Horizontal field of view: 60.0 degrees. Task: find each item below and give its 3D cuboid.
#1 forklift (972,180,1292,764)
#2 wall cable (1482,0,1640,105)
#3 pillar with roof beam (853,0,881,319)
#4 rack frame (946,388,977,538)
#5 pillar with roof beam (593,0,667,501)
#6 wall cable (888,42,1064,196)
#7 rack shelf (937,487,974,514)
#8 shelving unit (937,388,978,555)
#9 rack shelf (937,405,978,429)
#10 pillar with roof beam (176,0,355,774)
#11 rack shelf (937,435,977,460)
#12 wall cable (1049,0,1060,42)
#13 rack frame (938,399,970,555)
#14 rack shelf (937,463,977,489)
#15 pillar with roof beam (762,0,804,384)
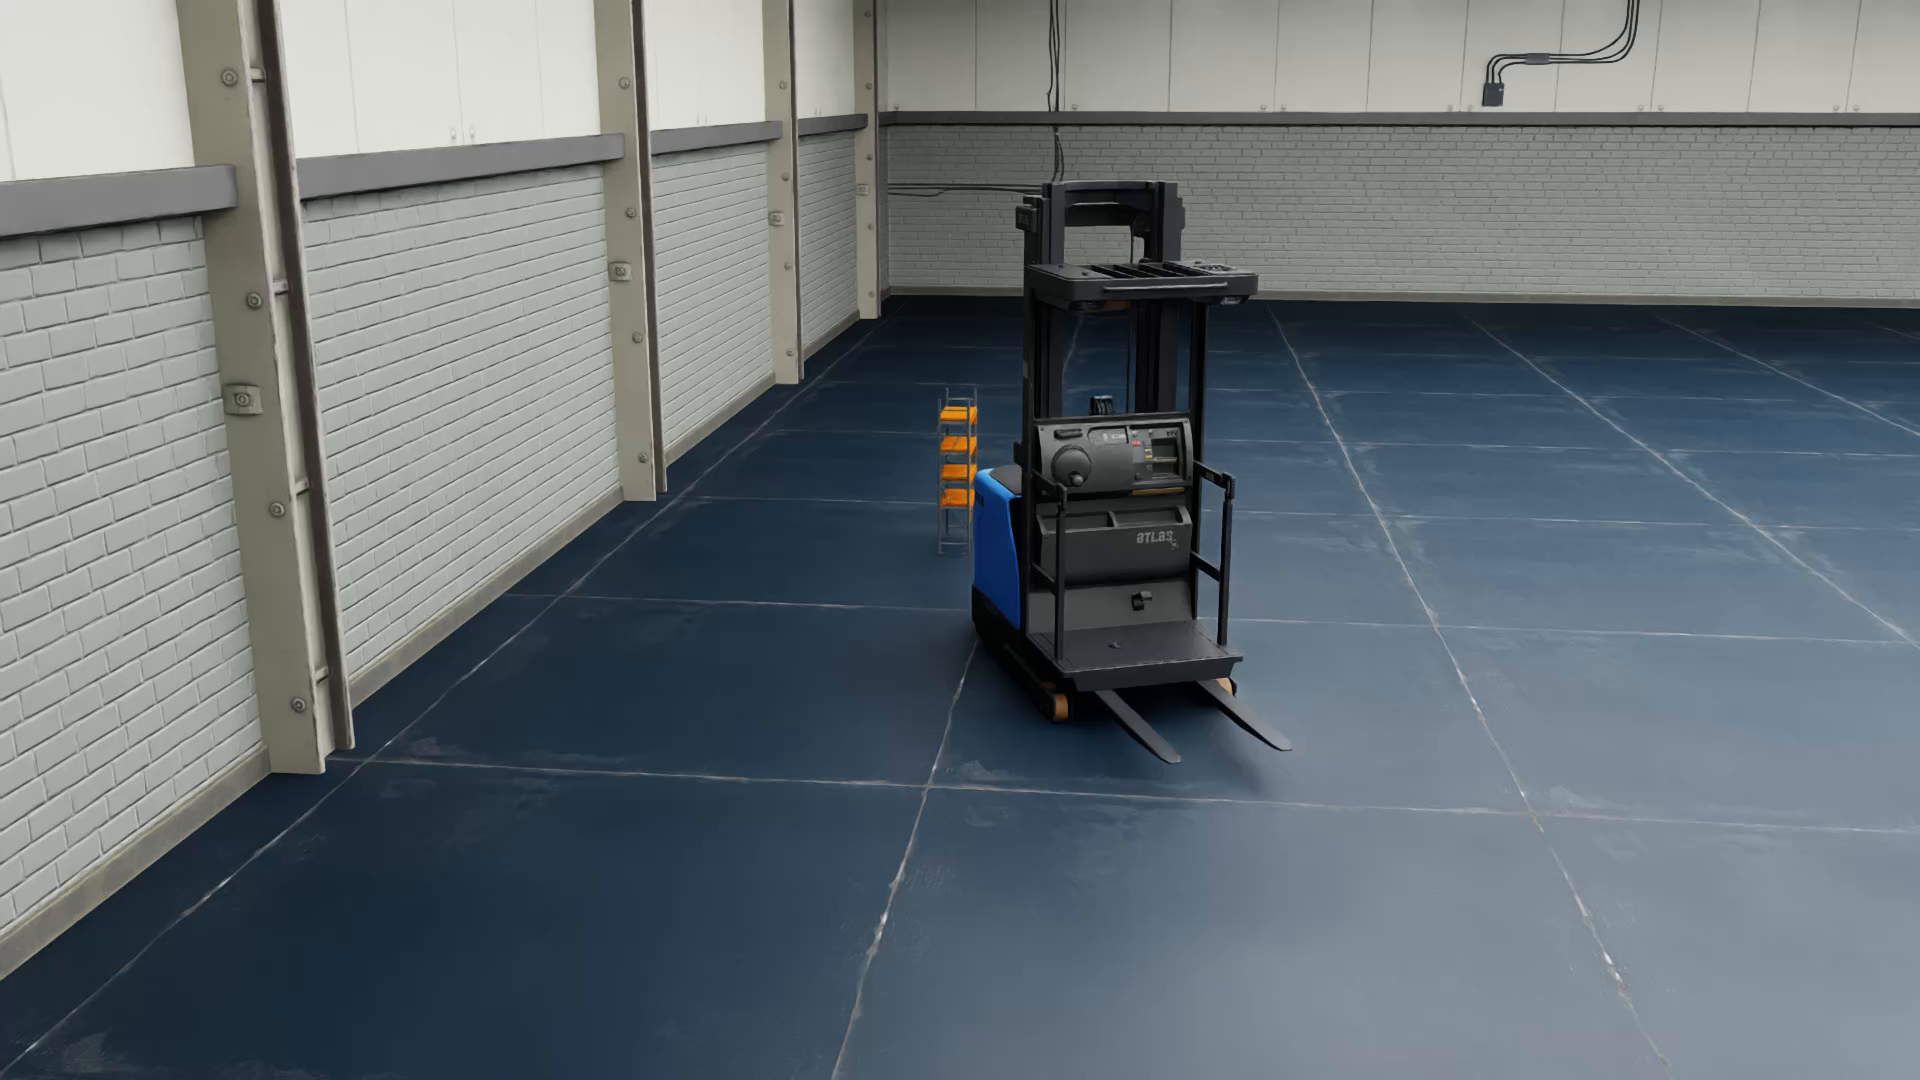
[{"bbox_3d":[0.959,-0.501,9.399,1.130,2.935,3.031,-4,16,-15],"label":"forklift"},{"bbox_3d":[9.652,-9.932,26.137,2.305,6.003,0.169,2,15,6],"label":"wall cable"},{"bbox_3d":[2.852,-7.722,24.480,9.100,9.000,0.400,2,15,6],"label":"pillar with roof beam"},{"bbox_3d":[0.009,-0.600,13.081,0.240,1.200,0.015,2,15,6],"label":"rack frame"},{"bbox_3d":[1.498,-4.610,12.970,9.100,9.000,0.400,2,15,6],"label":"pillar with roof beam"},{"bbox_3d":[0.221,-7.075,28.036,3.097,2.526,0.112,2,15,6],"label":"wall cable"},{"bbox_3d":[-0.019,-0.280,12.916,0.258,0.148,0.480,2,15,6],"label":"rack shelf"},{"bbox_3d":[-0.019,-0.536,12.847,0.258,1.200,0.503,2,15,6],"label":"shelving unit"},{"bbox_3d":[-0.019,-0.916,12.744,0.258,0.148,0.480,2,15,6],"label":"rack shelf"},{"bbox_3d":[0.821,-3.053,7.215,9.100,9.000,0.400,2,15,6],"label":"pillar with roof beam"},{"bbox_3d":[-0.019,-0.687,12.806,0.258,0.148,0.480,2,15,6],"label":"rack shelf"},{"bbox_3d":[2.909,-9.433,27.082,3.097,2.526,0.112,2,15,6],"label":"wall cable"},{"bbox_3d":[-0.046,-0.473,12.613,0.240,1.200,0.015,2,15,6],"label":"rack frame"},{"bbox_3d":[-0.019,-0.471,12.864,0.258,0.148,0.480,2,15,6],"label":"rack shelf"},{"bbox_3d":[2.175,-6.166,18.725,9.100,9.000,0.400,2,15,6],"label":"pillar with roof beam"}]
